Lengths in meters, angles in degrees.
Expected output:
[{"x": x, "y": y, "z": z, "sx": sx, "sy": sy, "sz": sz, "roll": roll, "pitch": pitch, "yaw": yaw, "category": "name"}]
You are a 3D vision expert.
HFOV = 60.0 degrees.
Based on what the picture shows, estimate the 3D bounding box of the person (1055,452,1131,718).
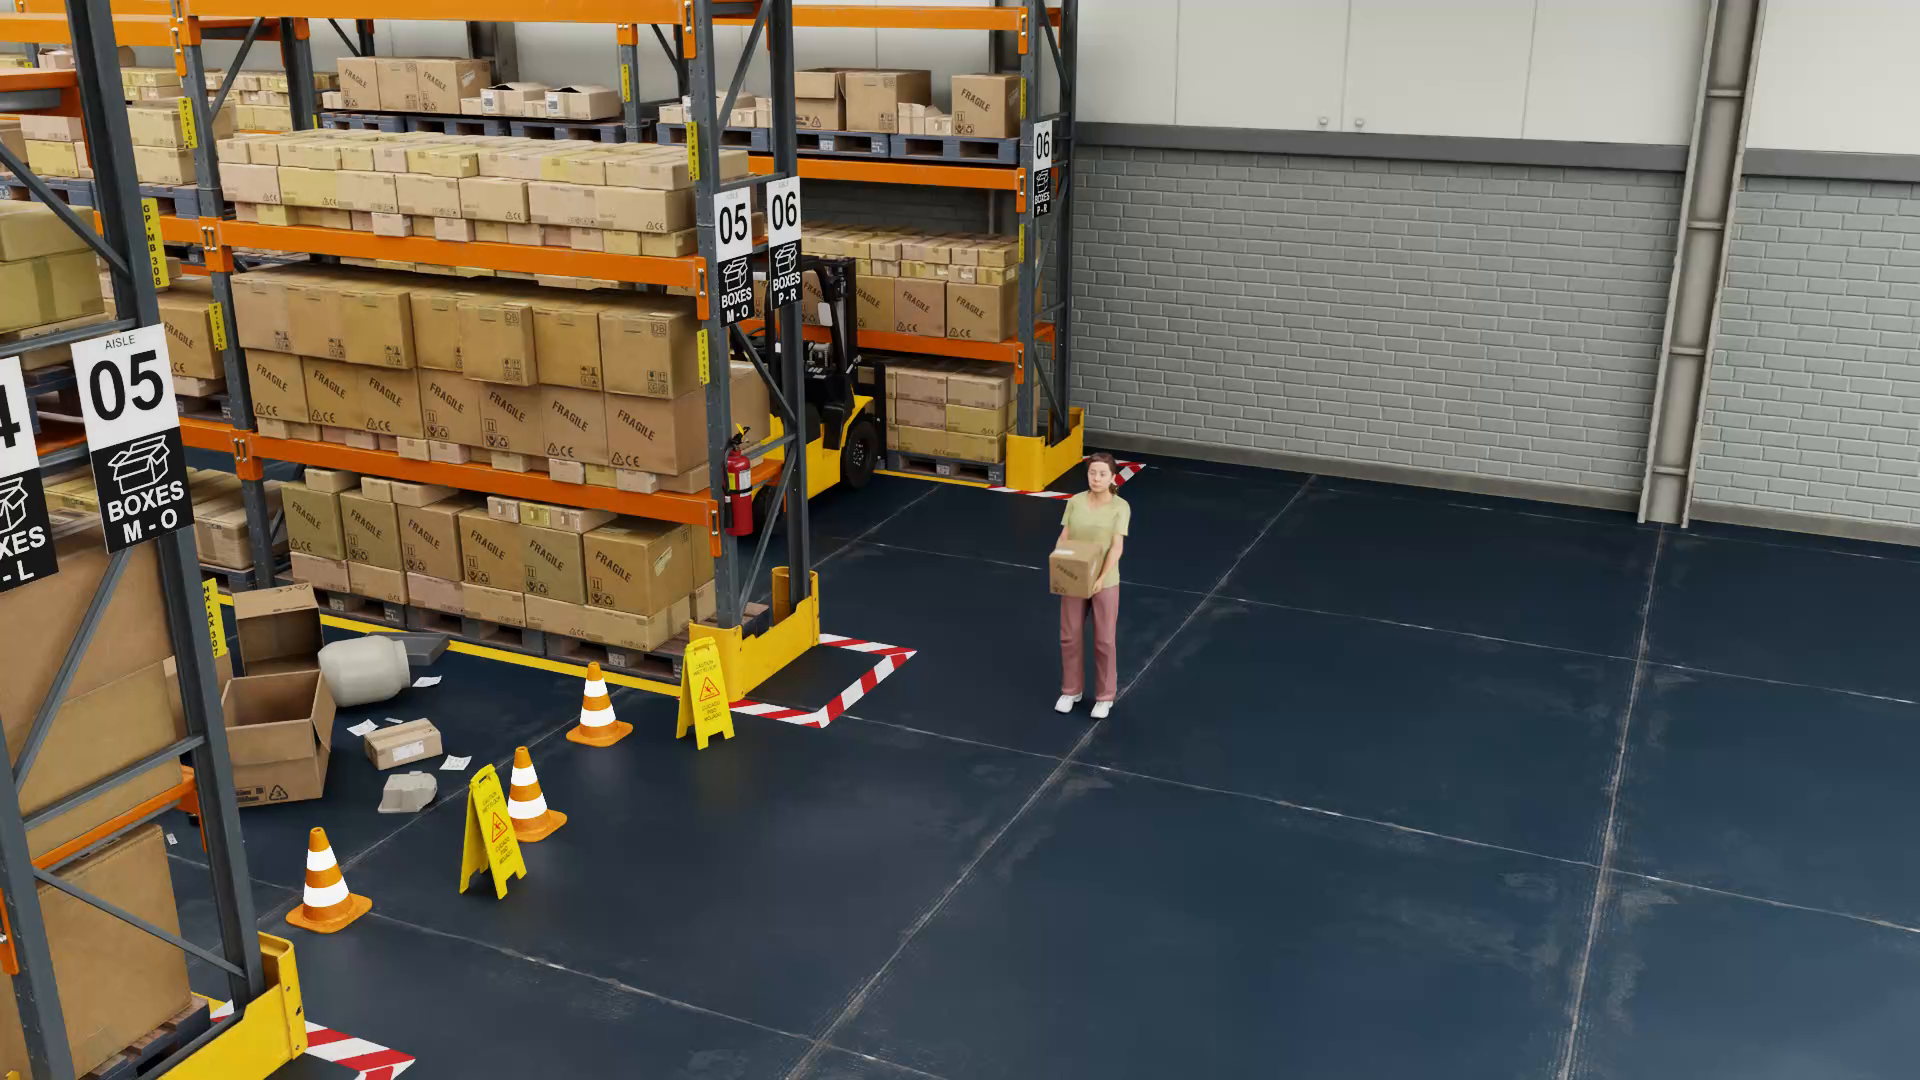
[{"x": 0.793, "y": 0.298, "z": 10.241, "sx": 0.428, "sy": 1.650, "sz": 0.559, "roll": 8, "pitch": 21, "yaw": 23, "category": "person"}]
